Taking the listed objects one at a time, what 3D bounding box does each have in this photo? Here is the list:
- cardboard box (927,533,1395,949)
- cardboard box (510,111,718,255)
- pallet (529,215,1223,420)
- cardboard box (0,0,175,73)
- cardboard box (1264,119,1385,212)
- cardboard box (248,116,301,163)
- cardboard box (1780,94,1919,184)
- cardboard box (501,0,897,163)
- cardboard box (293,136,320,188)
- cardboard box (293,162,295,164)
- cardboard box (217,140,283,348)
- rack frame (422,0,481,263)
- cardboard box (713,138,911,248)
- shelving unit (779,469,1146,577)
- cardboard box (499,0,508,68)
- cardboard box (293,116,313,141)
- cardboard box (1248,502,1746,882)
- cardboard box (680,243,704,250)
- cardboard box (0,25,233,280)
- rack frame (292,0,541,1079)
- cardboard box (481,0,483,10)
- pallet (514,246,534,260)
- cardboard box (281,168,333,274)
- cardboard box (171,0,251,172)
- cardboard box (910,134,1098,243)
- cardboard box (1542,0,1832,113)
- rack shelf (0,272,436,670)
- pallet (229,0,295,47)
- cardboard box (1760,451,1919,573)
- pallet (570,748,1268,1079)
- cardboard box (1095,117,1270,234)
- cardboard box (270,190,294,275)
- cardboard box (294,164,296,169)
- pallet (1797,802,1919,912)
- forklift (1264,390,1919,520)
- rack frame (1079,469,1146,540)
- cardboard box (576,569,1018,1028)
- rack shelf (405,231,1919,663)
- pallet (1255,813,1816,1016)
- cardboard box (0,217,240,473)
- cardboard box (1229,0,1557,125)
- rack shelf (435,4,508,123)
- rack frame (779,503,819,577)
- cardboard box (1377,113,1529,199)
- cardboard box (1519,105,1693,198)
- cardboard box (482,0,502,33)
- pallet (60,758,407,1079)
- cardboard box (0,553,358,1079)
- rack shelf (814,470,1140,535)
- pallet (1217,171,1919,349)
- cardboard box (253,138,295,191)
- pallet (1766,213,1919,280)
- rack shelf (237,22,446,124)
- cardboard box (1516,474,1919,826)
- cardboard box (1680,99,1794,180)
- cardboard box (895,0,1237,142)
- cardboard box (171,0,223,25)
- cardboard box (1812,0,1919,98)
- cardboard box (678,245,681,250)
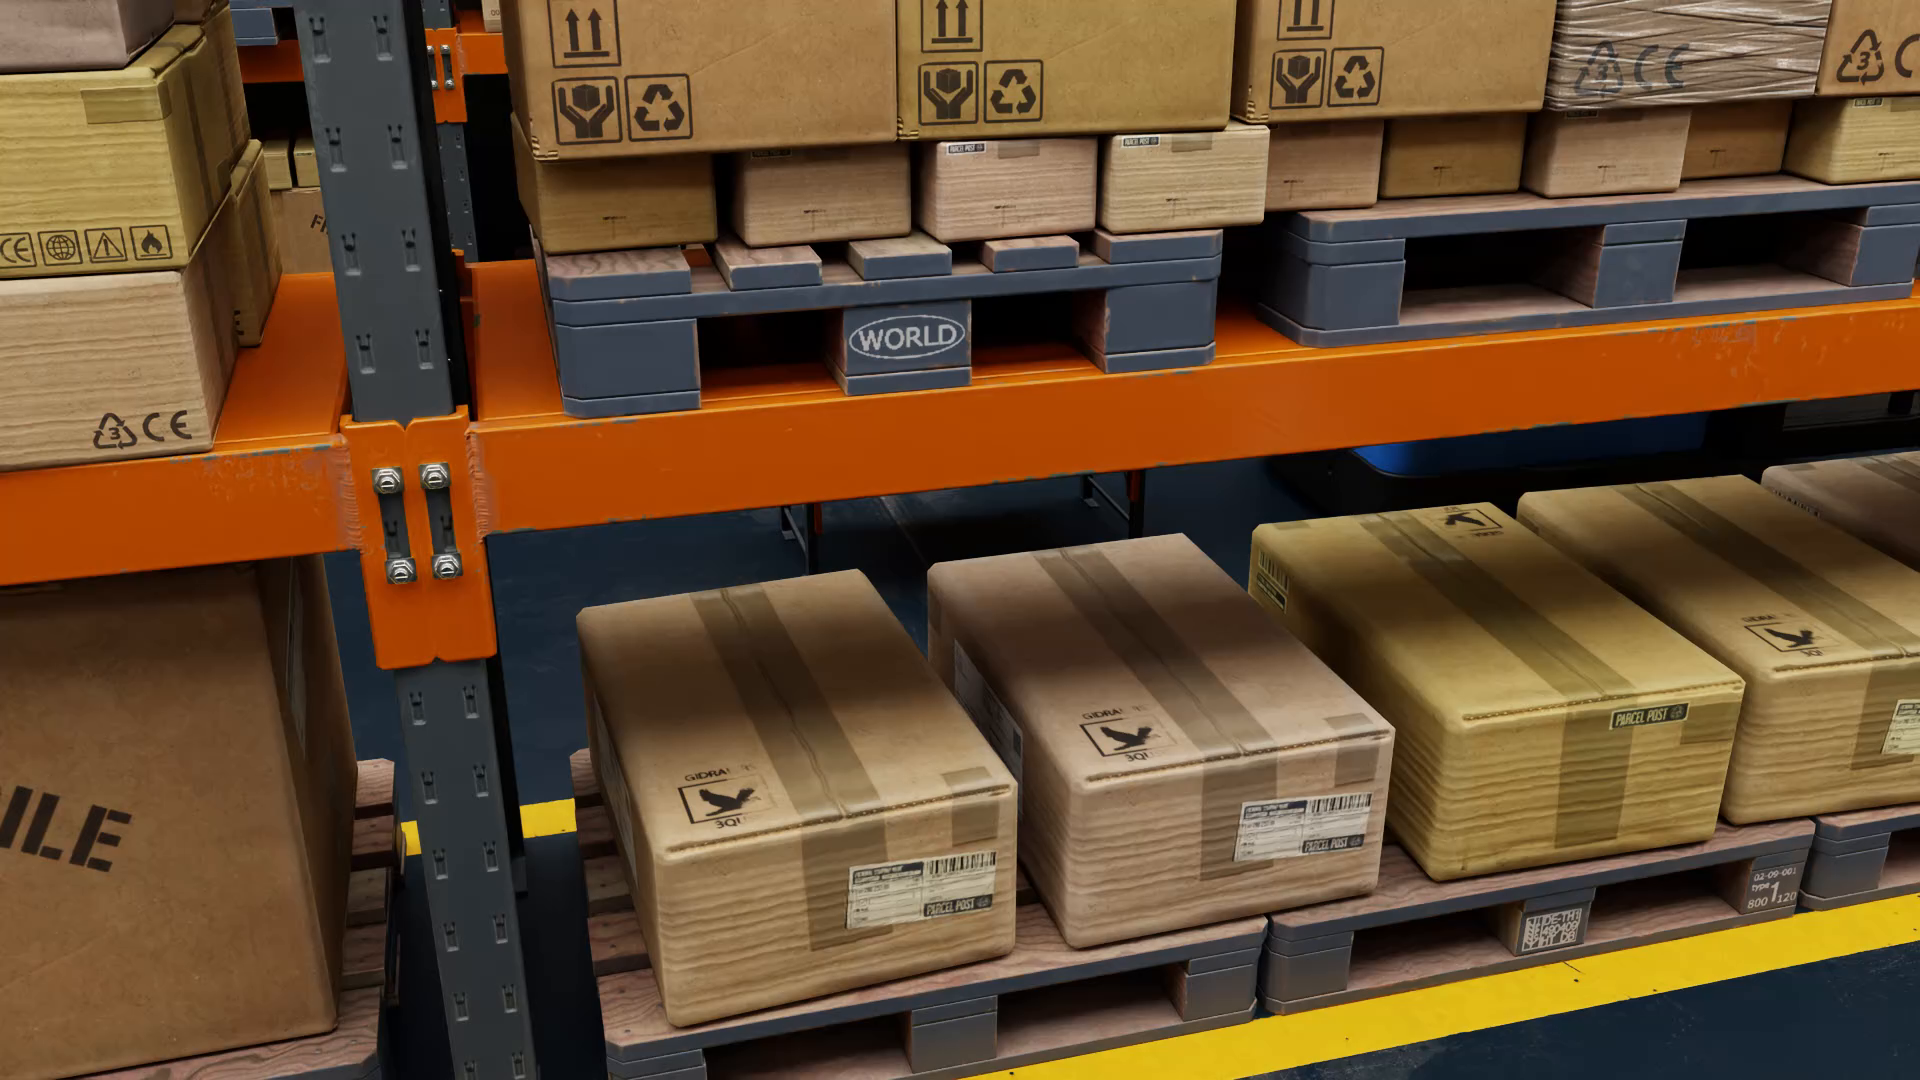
[{"bbox_3d":[0.360,0.361,3.405,0.625,0.372,0.950,-7,24,-15],"label":"cardboard box"},{"bbox_3d":[-0.532,-0.557,2.531,0.250,0.149,0.380,-8,24,-17],"label":"cardboard box"},{"bbox_3d":[-0.238,-0.544,2.957,1.003,0.211,1.213,-6,24,-14],"label":"pallet"},{"bbox_3d":[-1.323,-0.867,2.071,0.500,0.500,0.500,-7,24,-16],"label":"cardboard box"},{"bbox_3d":[0.506,-0.663,2.777,0.250,0.149,0.380,-5,24,-11],"label":"cardboard box"},{"bbox_3d":[-3.089,-1.787,7.425,0.250,0.149,0.380,-6,24,-13],"label":"cardboard box"},{"bbox_3d":[1.549,-0.757,2.995,0.250,0.149,0.380,-6,24,-14],"label":"cardboard box"},{"bbox_3d":[-0.400,-0.851,2.394,0.500,0.500,0.500,-7,24,-16],"label":"cardboard box"},{"bbox_3d":[-2.647,-1.593,6.974,0.250,0.149,0.380,-8,24,-17],"label":"cardboard box"},{"bbox_3d":[-3.199,-1.461,7.488,0.500,0.500,0.500,-6,24,-14],"label":"cardboard box"},{"bbox_3d":[-1.435,-0.490,2.779,0.500,0.250,0.500,-7,24,-15],"label":"cardboard box"},{"bbox_3d":[-2.240,-2.400,7.039,0.127,3.000,1.000,-6,24,-14],"label":"rack frame"},{"bbox_3d":[-0.251,-0.575,2.571,0.250,0.149,0.380,-8,24,-18],"label":"cardboard box"},{"bbox_3d":[-0.007,-0.516,5.027,1.048,1.125,0.538,-6,24,-14],"label":"shelving unit"},{"bbox_3d":[-0.533,-1.045,2.846,0.500,0.500,0.500,-7,24,-16],"label":"cardboard box"},{"bbox_3d":[-2.826,-1.805,7.467,0.250,0.149,0.380,-5,24,-12],"label":"cardboard box"},{"bbox_3d":[1.091,0.282,3.588,0.625,0.372,0.950,-6,24,-13],"label":"cardboard box"},{"bbox_3d":[-1.009,-1.635,7.736,0.625,0.625,0.875,-6,24,-13],"label":"cardboard box"},{"bbox_3d":[-1.293,-0.529,2.234,0.500,0.250,0.500,-6,24,-15],"label":"cardboard box"},{"bbox_3d":[-0.895,-0.516,2.648,0.127,3.000,1.000,-6,24,-14],"label":"rack frame"},{"bbox_3d":[-1.876,-2.476,7.406,0.500,0.250,0.500,-7,24,-15],"label":"cardboard box"},{"bbox_3d":[-1.437,-1.191,7.759,1.213,0.211,1.003,-6,24,-14],"label":"pallet"},{"bbox_3d":[-2.589,-1.317,7.154,0.500,0.500,0.500,-6,24,-13],"label":"cardboard box"},{"bbox_3d":[-1.450,-0.716,2.672,0.500,0.250,0.500,-6,24,-15],"label":"cardboard box"},{"bbox_3d":[0.025,-0.586,2.598,0.250,0.149,0.380,-8,24,-18],"label":"cardboard box"},{"bbox_3d":[1.093,-1.019,2.784,0.500,0.500,0.500,-7,24,-16],"label":"cardboard box"},{"bbox_3d":[-2.821,0.028,2.293,4.000,0.370,1.077,-6,24,-14],"label":"rack shelf"},{"bbox_3d":[-2.874,-2.213,6.846,1.003,0.211,1.213,-6,24,-14],"label":"pallet"},{"bbox_3d":[2.452,0.130,3.944,0.625,0.372,0.950,-6,24,-14],"label":"cardboard box"},{"bbox_3d":[-0.143,0.683,3.391,1.213,0.211,1.003,-6,24,-14],"label":"pallet"},{"bbox_3d":[0.295,-0.608,2.648,0.250,0.149,0.380,-6,24,-14],"label":"cardboard box"},{"bbox_3d":[-3.074,-1.268,7.039,0.500,0.500,0.500,-7,24,-15],"label":"cardboard box"},{"bbox_3d":[-2.721,-1.506,7.592,0.500,0.500,0.500,-5,24,-12],"label":"cardboard box"},{"bbox_3d":[2.207,0.423,3.996,1.213,0.211,1.003,-6,24,-14],"label":"pallet"},{"bbox_3d":[2.597,-1.580,5.216,3.031,2.935,1.130,-6,24,-13],"label":"forklift"},{"bbox_3d":[0.483,-0.570,5.153,0.032,1.125,0.500,-6,24,-14],"label":"rack frame"},{"bbox_3d":[-0.349,0.442,3.215,0.625,0.372,0.950,-8,24,-18],"label":"cardboard box"},{"bbox_3d":[1.030,-0.398,3.286,4.000,0.370,1.077,-6,24,-14],"label":"rack shelf"},{"bbox_3d":[1.030,0.554,3.690,1.213,0.211,1.003,-6,24,-14],"label":"pallet"},{"bbox_3d":[-1.312,-0.294,2.322,0.500,0.250,0.500,-7,24,-16],"label":"cardboard box"},{"bbox_3d":[0.610,-0.969,2.667,0.500,0.500,0.500,-6,24,-13],"label":"cardboard box"},{"bbox_3d":[-0.314,-2.282,7.677,4.000,0.370,1.077,-6,24,-14],"label":"rack shelf"},{"bbox_3d":[-0.496,-0.462,4.900,0.032,1.125,0.500,-6,24,-14],"label":"rack frame"},{"bbox_3d":[0.768,-0.708,2.882,0.250,0.149,0.380,-5,24,-12],"label":"cardboard box"},{"bbox_3d":[1.037,-0.711,2.889,0.250,0.149,0.380,-6,24,-13],"label":"cardboard box"},{"bbox_3d":[-1.747,-2.285,6.962,0.500,0.250,0.500,-6,24,-14],"label":"cardboard box"},{"bbox_3d":[-1.675,0.821,3.069,1.213,0.211,1.003,-6,24,-14],"label":"pallet"},{"bbox_3d":[-1.583,0.310,2.886,0.875,0.875,0.875,-7,24,-15],"label":"cardboard box"},{"bbox_3d":[-0.007,-0.292,5.123,1.000,0.278,0.538,-6,24,-14],"label":"rack shelf"},{"bbox_3d":[0.999,-0.654,3.213,1.213,0.211,1.003,-6,24,-14],"label":"pallet"},{"bbox_3d":[-2.901,-1.553,6.879,0.250,0.149,0.380,-8,24,-17],"label":"cardboard box"},{"bbox_3d":[2.181,-0.828,3.618,1.213,0.211,1.003,-6,24,-14],"label":"pallet"},{"bbox_3d":[-4.166,-1.856,6.684,4.000,0.370,1.077,-6,24,-14],"label":"rack shelf"},{"bbox_3d":[1.760,0.207,3.762,0.625,0.372,0.950,-5,24,-11],"label":"cardboard box"},{"bbox_3d":[1.267,-0.768,3.021,0.250,0.149,0.380,-7,24,-16],"label":"cardboard box"},{"bbox_3d":[0.100,-0.910,2.529,0.500,0.500,0.500,-5,24,-12],"label":"cardboard box"},{"bbox_3d":[-1.436,-1.062,2.525,0.500,0.500,0.500,-7,24,-16],"label":"cardboard box"},{"bbox_3d":[1.597,-1.075,2.915,0.500,0.500,0.500,-5,24,-13],"label":"cardboard box"},{"bbox_3d":[-1.636,-1.563,7.567,0.625,0.625,0.875,-6,24,-13],"label":"cardboard box"}]
